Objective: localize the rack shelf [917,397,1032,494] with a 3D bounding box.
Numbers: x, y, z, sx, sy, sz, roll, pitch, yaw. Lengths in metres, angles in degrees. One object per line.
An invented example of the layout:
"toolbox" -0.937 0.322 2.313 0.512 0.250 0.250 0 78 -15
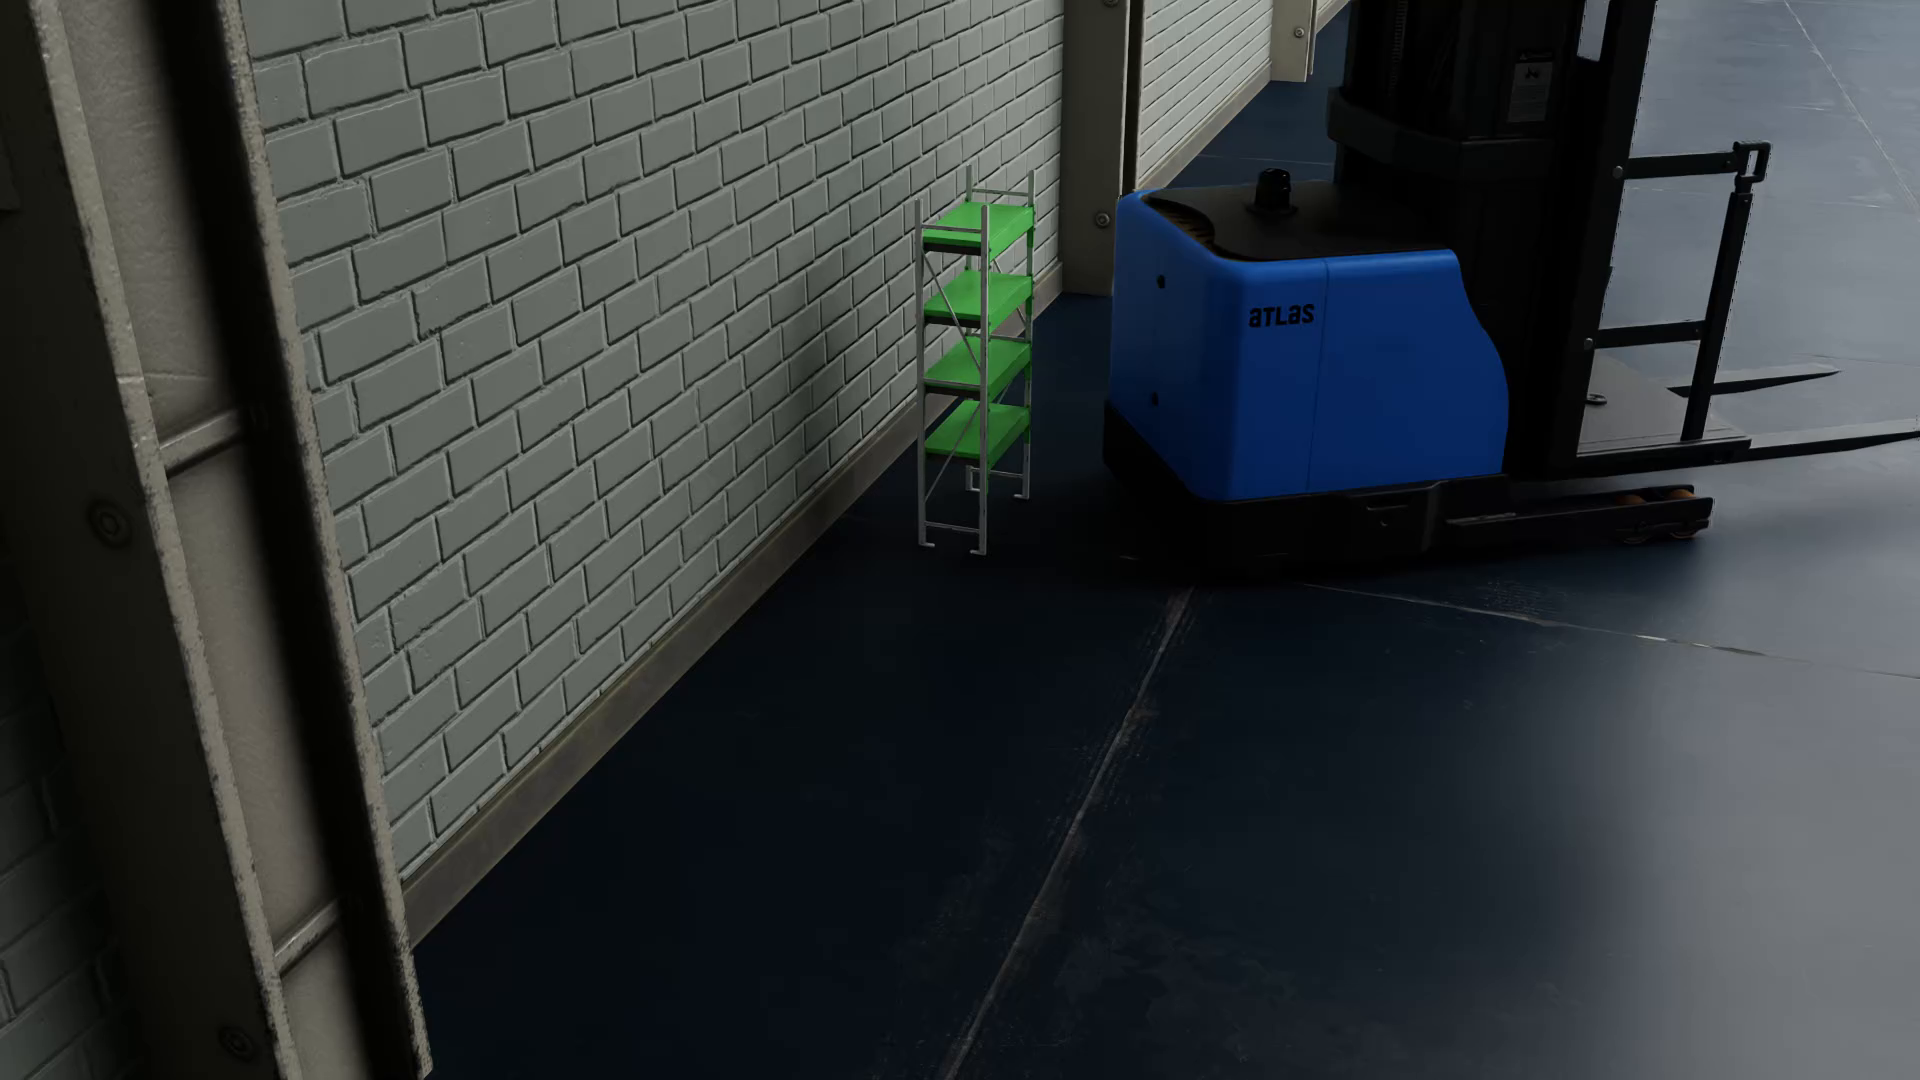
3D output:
"rack shelf" 0.055 -0.335 5.761 0.258 0.148 0.480 9 27 17

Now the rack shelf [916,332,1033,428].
"rack shelf" 0.055 -0.551 5.657 0.258 0.148 0.480 9 27 17

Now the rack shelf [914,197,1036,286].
"rack shelf" 0.055 -0.983 5.448 0.258 0.148 0.480 9 27 17

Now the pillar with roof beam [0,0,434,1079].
"pillar with roof beam" 2.751 -2.268 0.108 9.100 9.000 0.400 9 27 17

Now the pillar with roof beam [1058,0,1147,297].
"pillar with roof beam" 4.747 -4.734 5.201 9.100 9.000 0.400 9 27 17

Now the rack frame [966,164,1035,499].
"rack frame" 0.136 -0.708 5.836 0.240 1.200 0.015 9 27 17

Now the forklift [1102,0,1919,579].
"forklift" 2.105 -1.521 5.529 3.031 2.935 1.130 -6 26 -12

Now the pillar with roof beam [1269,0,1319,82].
"pillar with roof beam" 6.744 -7.200 10.293 9.100 9.000 0.400 9 27 17

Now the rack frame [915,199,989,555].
"rack frame" -0.026 -0.508 5.422 0.240 1.200 0.015 9 27 17

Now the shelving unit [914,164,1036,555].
"shelving unit" 0.055 -0.608 5.629 0.258 1.200 0.503 9 27 17

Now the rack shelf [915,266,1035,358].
"rack shelf" 0.055 -0.767 5.552 0.258 0.148 0.480 9 27 17
